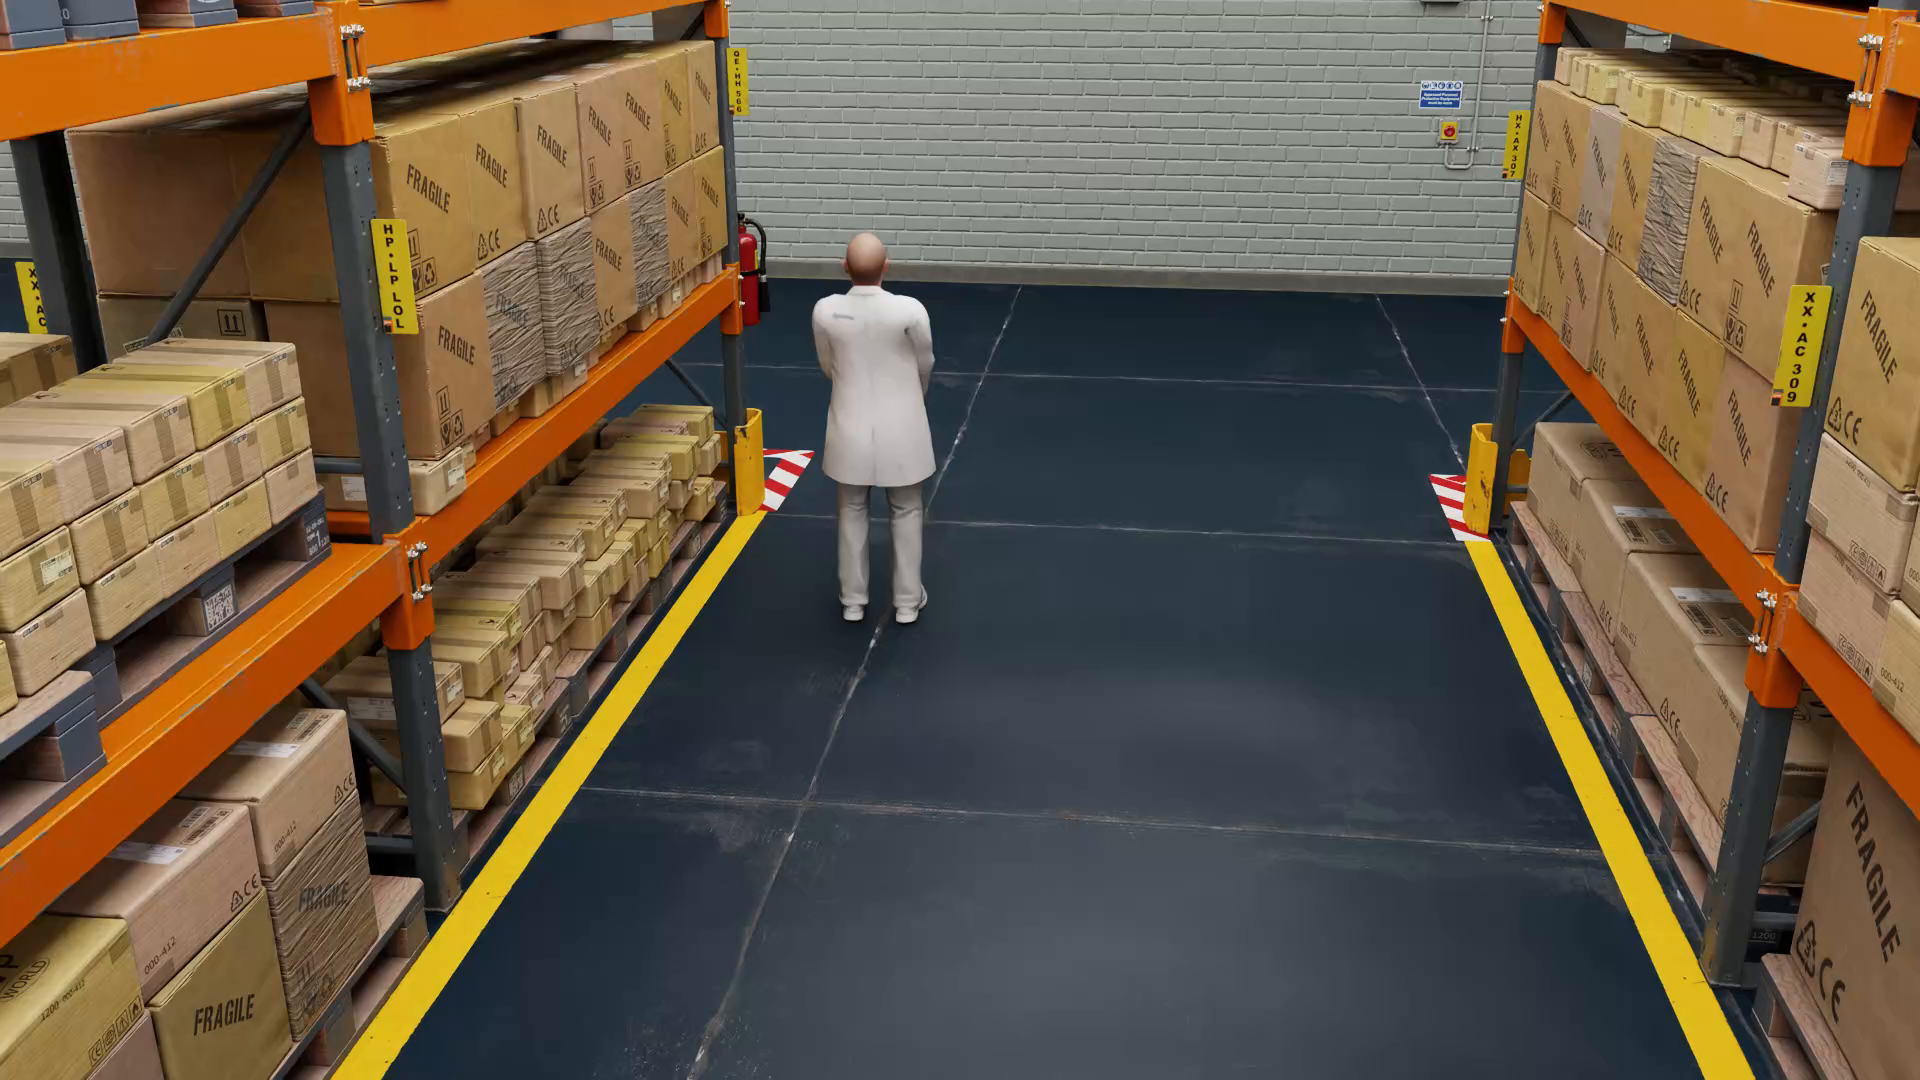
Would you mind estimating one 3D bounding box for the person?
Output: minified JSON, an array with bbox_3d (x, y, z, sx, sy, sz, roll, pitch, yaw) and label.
[{"bbox_3d":[-0.366,-0.528,7.493,0.530,1.769,0.562,2,21,5],"label":"person"}]
